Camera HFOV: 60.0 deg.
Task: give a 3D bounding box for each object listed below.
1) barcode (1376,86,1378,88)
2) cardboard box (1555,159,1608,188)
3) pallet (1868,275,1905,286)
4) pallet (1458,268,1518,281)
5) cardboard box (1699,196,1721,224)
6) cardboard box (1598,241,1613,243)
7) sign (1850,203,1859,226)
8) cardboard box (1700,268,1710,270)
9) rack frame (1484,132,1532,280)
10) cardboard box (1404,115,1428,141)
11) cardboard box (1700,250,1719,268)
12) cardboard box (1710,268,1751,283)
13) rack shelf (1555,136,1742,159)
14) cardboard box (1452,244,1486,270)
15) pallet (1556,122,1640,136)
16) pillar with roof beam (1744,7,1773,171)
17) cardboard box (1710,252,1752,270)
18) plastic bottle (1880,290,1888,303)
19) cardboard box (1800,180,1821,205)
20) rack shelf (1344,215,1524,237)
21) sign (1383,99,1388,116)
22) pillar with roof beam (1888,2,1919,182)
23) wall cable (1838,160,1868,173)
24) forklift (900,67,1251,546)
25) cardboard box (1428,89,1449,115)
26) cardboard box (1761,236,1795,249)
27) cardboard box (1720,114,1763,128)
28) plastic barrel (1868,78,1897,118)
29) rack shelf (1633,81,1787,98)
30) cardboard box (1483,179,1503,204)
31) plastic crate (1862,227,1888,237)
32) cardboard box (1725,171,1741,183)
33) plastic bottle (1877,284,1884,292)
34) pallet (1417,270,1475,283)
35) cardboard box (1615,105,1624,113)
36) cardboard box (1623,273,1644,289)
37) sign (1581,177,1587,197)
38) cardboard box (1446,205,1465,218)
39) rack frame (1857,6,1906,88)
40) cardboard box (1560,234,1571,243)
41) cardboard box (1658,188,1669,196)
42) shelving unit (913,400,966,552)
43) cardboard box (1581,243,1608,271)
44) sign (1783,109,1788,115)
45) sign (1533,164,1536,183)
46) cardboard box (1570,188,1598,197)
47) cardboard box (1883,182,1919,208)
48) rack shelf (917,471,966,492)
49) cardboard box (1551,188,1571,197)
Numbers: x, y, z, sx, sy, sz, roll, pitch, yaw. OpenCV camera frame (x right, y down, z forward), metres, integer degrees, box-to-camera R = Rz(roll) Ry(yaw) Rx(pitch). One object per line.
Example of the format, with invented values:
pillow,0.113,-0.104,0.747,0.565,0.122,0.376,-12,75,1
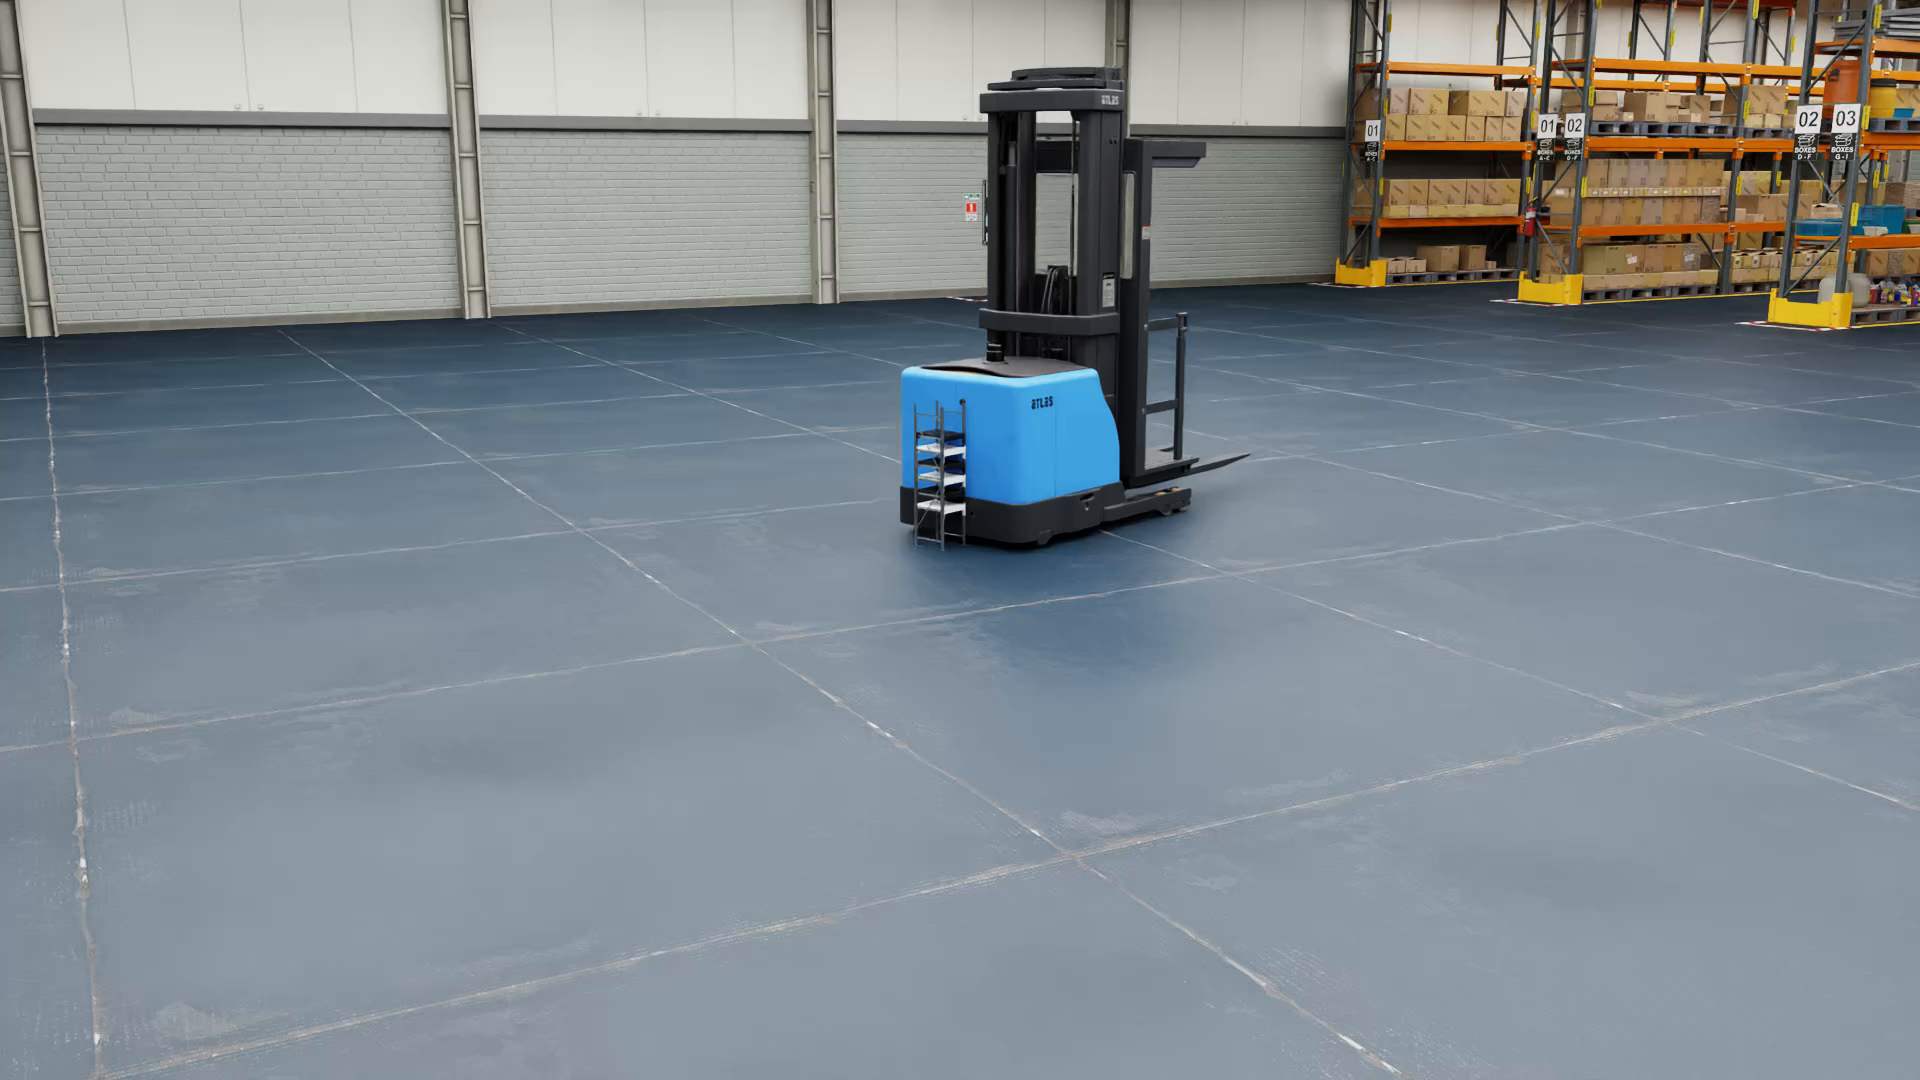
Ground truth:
barcode,8.378,-9.075,33.399,0.075,0.075,0.001,-7,14,-28
cardboard box,10.834,-6.391,28.994,0.500,0.500,0.700,-7,14,-28
pallet,18.067,-5.210,33.277,1.213,0.211,1.003,-7,14,-28
pallet,10.933,-5.594,34.987,1.213,0.211,1.003,-7,14,-28
cardboard box,13.496,-6.079,30.561,0.500,0.500,0.700,-7,15,-29
cardboard box,13.902,-6.331,36.599,0.500,0.500,0.700,-7,14,-28
sign,13.001,-4.731,24.168,0.005,0.325,0.100,-7,14,-28
cardboard box,14.108,-5.041,31.483,0.500,0.250,0.500,-7,14,-28
rack frame,11.506,-7.032,35.025,0.127,3.000,1.000,-7,14,-28
cardboard box,8.897,-8.170,32.975,0.500,0.500,0.500,-6,14,-24
cardboard box,14.101,-5.313,31.414,0.500,0.311,0.500,-7,14,-28
cardboard box,14.355,-4.936,31.017,0.500,0.250,0.500,-7,15,-29
rack shelf,12.127,-6.980,29.600,4.000,0.370,1.077,-7,14,-28
cardboard box,10.614,-5.911,34.732,0.500,0.500,0.500,-8,15,-32
pallet,11.005,-7.147,28.904,1.213,0.211,1.003,-7,14,-28
pillar with roof beam,20.790,-10.211,35.487,0.548,9.000,9.100,-7,14,-28
cardboard box,14.365,-5.211,30.959,0.500,0.311,0.500,-7,14,-28
plastic bottle,14.576,-3.843,26.226,0.097,0.201,0.097,0,13,0
cardboard box,19.655,-8.150,39.308,0.700,0.700,0.980,-7,15,-29
rack shelf,9.750,-6.471,34.169,4.000,0.370,1.077,-7,14,-28
sign,8.255,-8.397,32.265,0.005,0.325,0.100,-7,14,-28
pillar with roof beam,26.057,-10.843,38.292,0.548,9.000,9.100,-7,14,-28
wall cable,22.709,-9.107,41.932,1.851,1.984,0.084,-7,14,-28
forklift,0.949,-1.658,11.299,1.130,2.935,3.031,11,16,39
cardboard box,9.358,-8.714,33.115,0.500,0.500,0.500,-6,14,-26
cardboard box,19.233,-6.918,39.255,0.500,0.500,0.700,-7,14,-27
cardboard box,14.428,-7.736,30.706,0.500,0.250,0.500,-5,14,-22
plastic barrel,13.681,-6.607,24.917,0.600,0.588,0.600,0,13,0
rack shelf,16.772,-10.044,37.294,4.000,0.370,1.077,-7,14,-28
cardboard box,10.804,-7.172,34.233,0.500,0.500,0.500,-7,14,-28
plastic crate,13.681,-4.606,24.843,0.250,0.136,0.298,-7,14,-28
cardboard box,17.339,-8.239,37.730,0.500,0.250,0.500,-7,14,-27
plastic bottle,14.500,-3.902,26.316,0.135,0.276,0.152,-7,15,-29
pallet,9.861,-5.465,34.413,1.213,0.211,1.003,-7,14,-28
cardboard box,11.744,-7.581,29.558,0.500,0.311,0.500,-5,14,-21
cardboard box,11.825,-4.640,29.701,0.500,0.250,0.500,-7,14,-28
sign,10.632,-6.011,28.333,0.005,0.325,0.100,-7,14,-28
cardboard box,9.919,-6.701,33.848,0.500,0.250,0.500,-7,14,-27
rack frame,22.038,-11.222,39.976,0.127,3.000,1.000,-7,14,-28
cardboard box,12.984,-6.576,35.982,0.500,0.250,0.500,-7,15,-29
cardboard box,12.400,-6.212,29.673,0.250,0.149,0.380,-6,14,-26
shelving unit,-0.125,-0.399,10.332,0.258,0.900,0.210,11,16,39
cardboard box,11.570,-5.108,30.074,0.500,0.500,0.500,-7,14,-28
sign,18.796,-9.640,37.884,0.005,0.325,0.100,-7,14,-28
sign,10.124,-6.444,29.233,0.005,0.325,0.100,-7,14,-28
cardboard box,10.819,-6.022,28.832,0.250,0.149,0.380,-7,14,-28
cardboard box,18.786,-6.900,33.253,0.500,0.500,0.700,-4,13,-17
rack shelf,-0.125,-0.366,10.339,0.258,0.077,0.200,11,16,39
cardboard box,10.616,-6.099,29.175,0.250,0.149,0.380,-7,15,-29
